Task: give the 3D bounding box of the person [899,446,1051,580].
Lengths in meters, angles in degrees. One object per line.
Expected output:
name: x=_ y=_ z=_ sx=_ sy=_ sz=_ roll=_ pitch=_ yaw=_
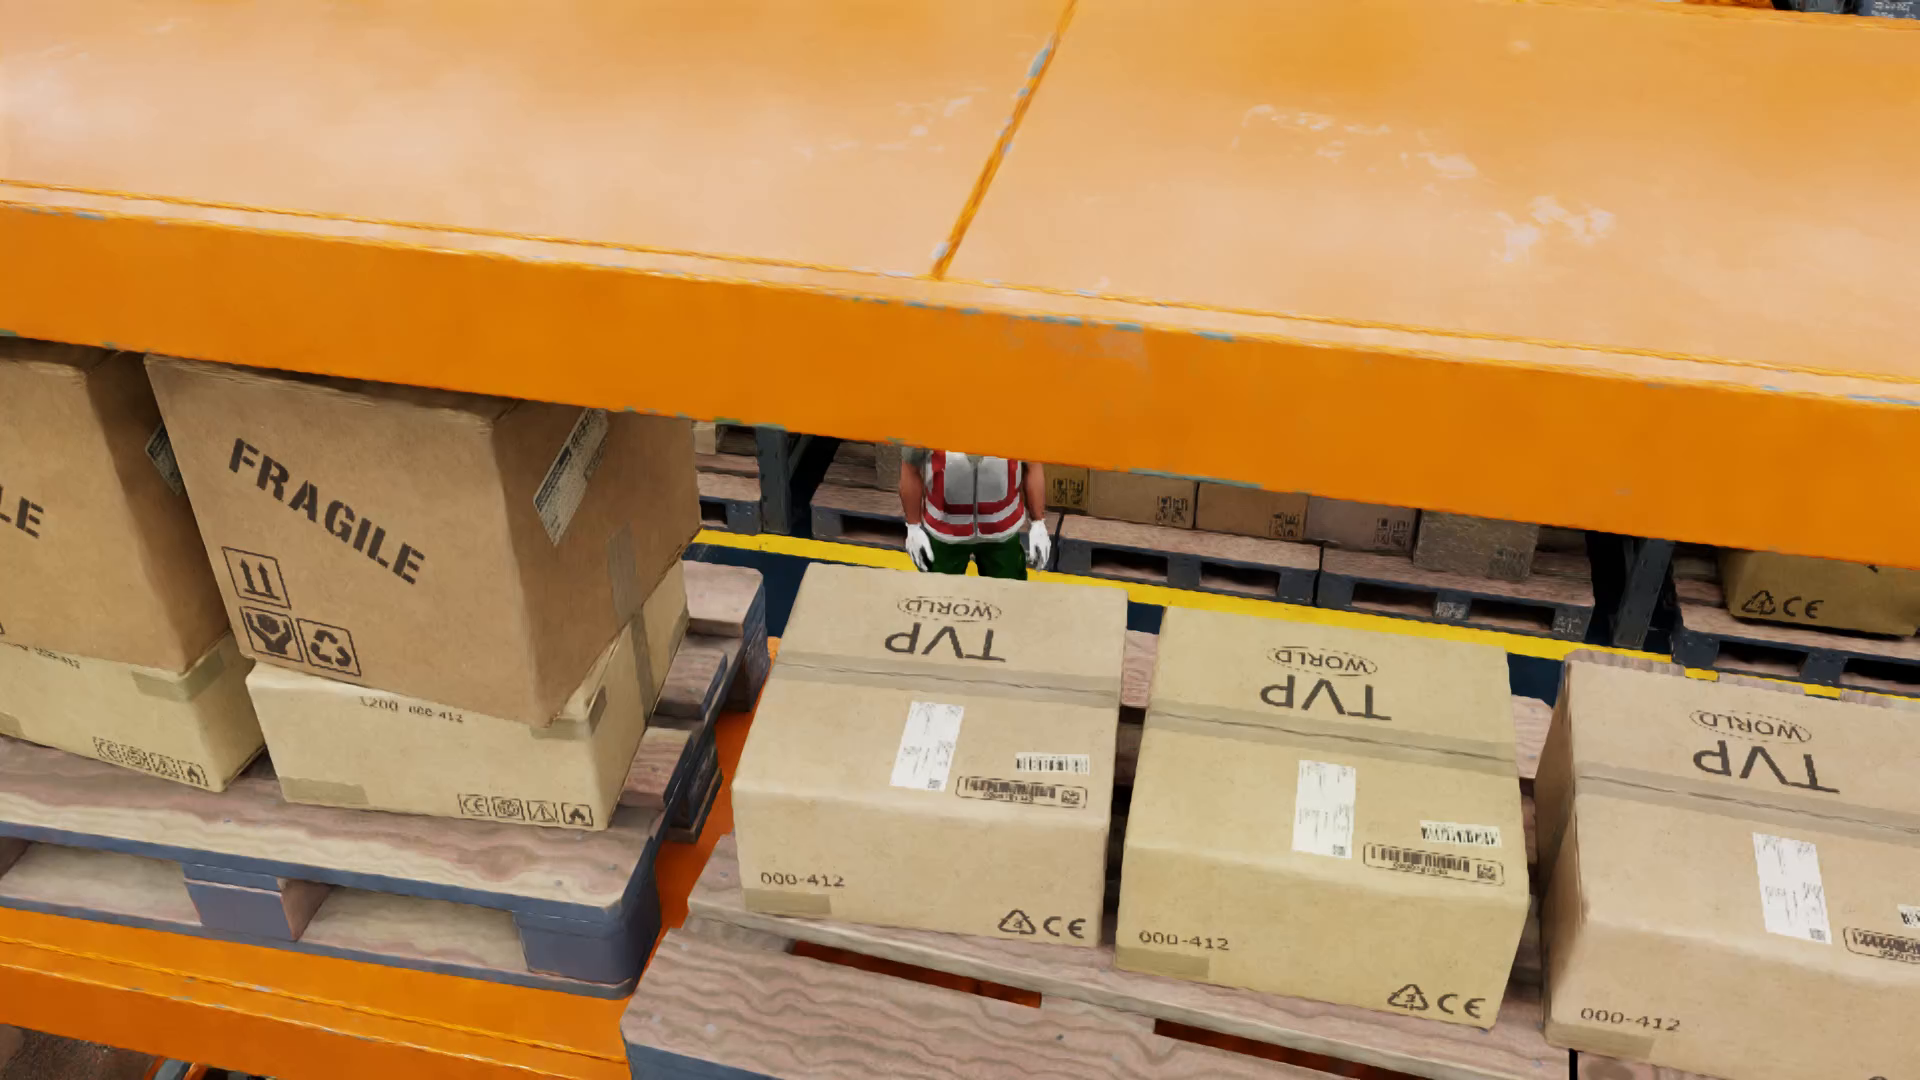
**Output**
person: x=0.063 y=-0.013 z=6.644 sx=0.594 sy=1.832 sz=0.405 roll=-3 pitch=36 yaw=-4
